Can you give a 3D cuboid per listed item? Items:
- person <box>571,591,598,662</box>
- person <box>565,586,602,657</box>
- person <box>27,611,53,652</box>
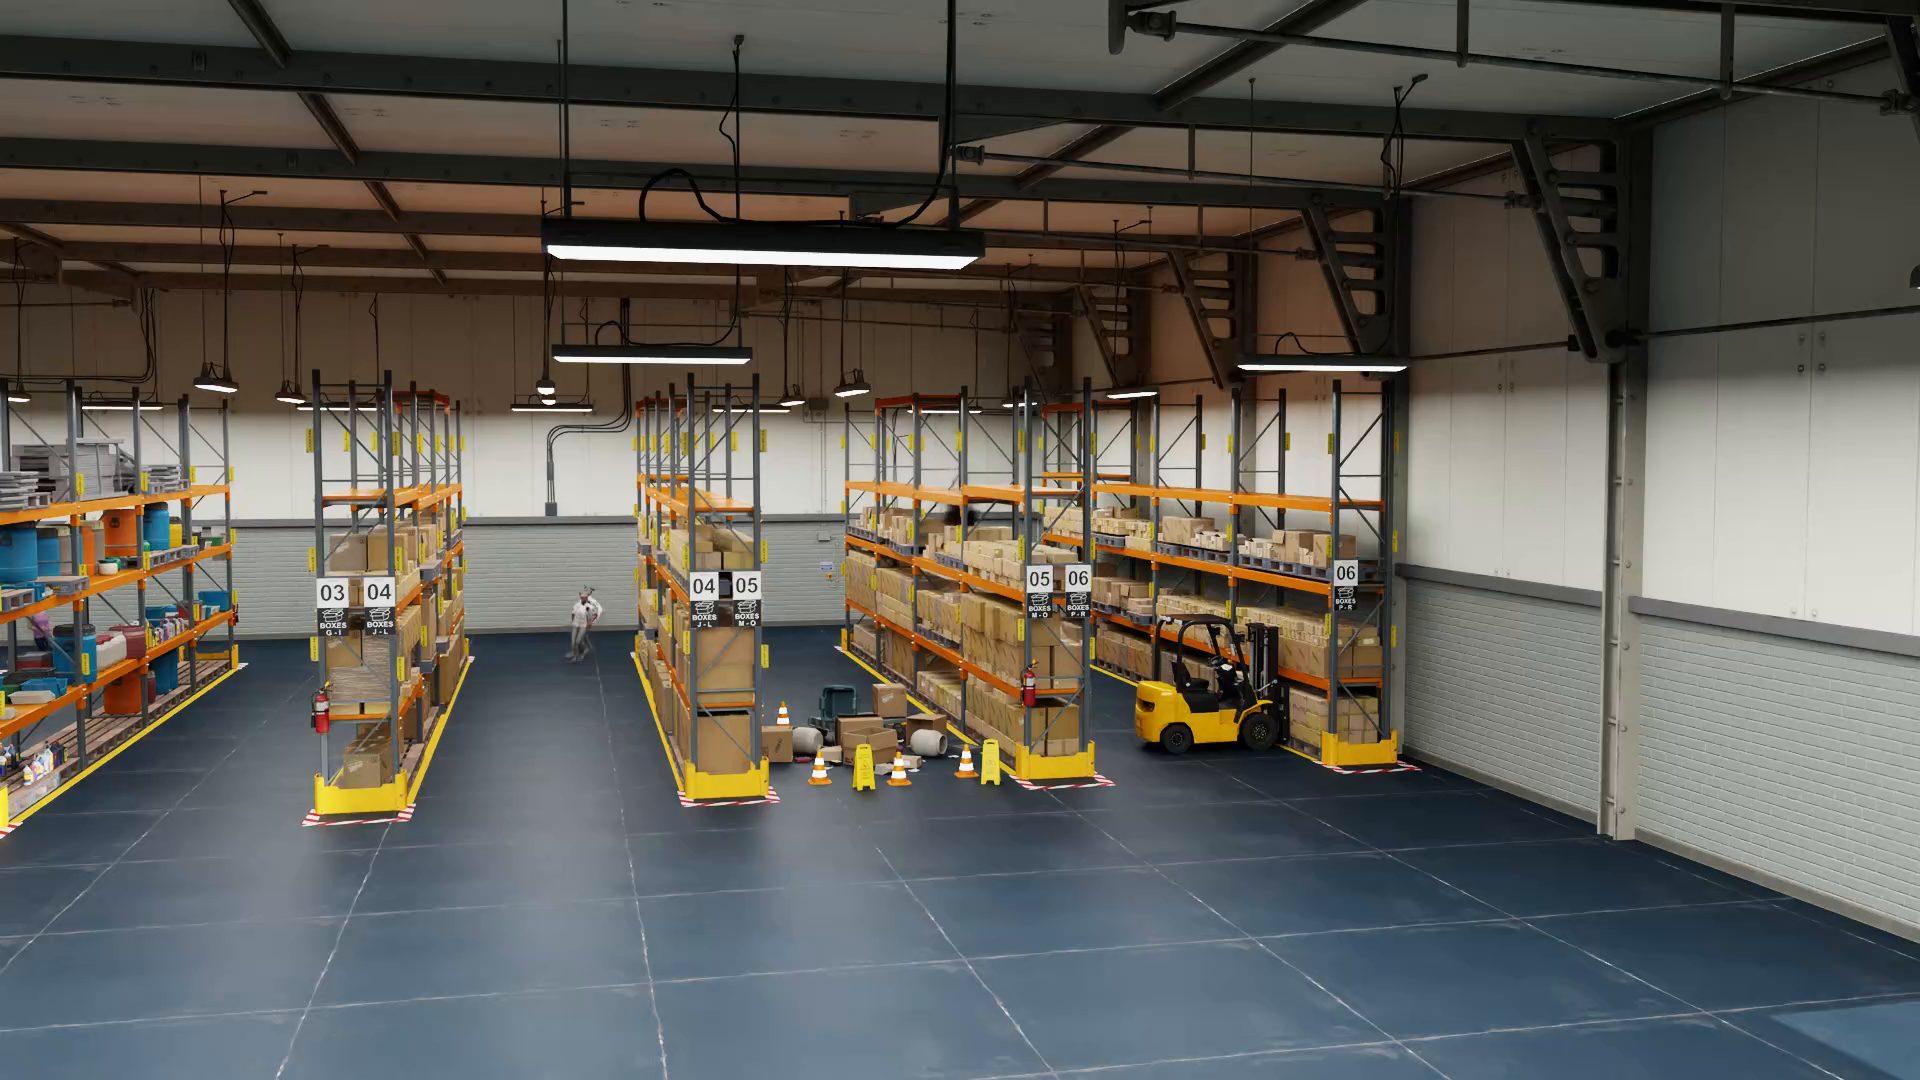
[{"bbox_3d":[-8.648,1.989,38.033,0.586,1.641,0.577,1,3,10],"label":"person"},{"bbox_3d":[-8.848,1.896,39.032,0.656,1.645,0.913,2,4,35],"label":"person"},{"bbox_3d":[-20.020,2.126,36.189,0.719,1.613,0.533,3,5,45],"label":"person"}]
